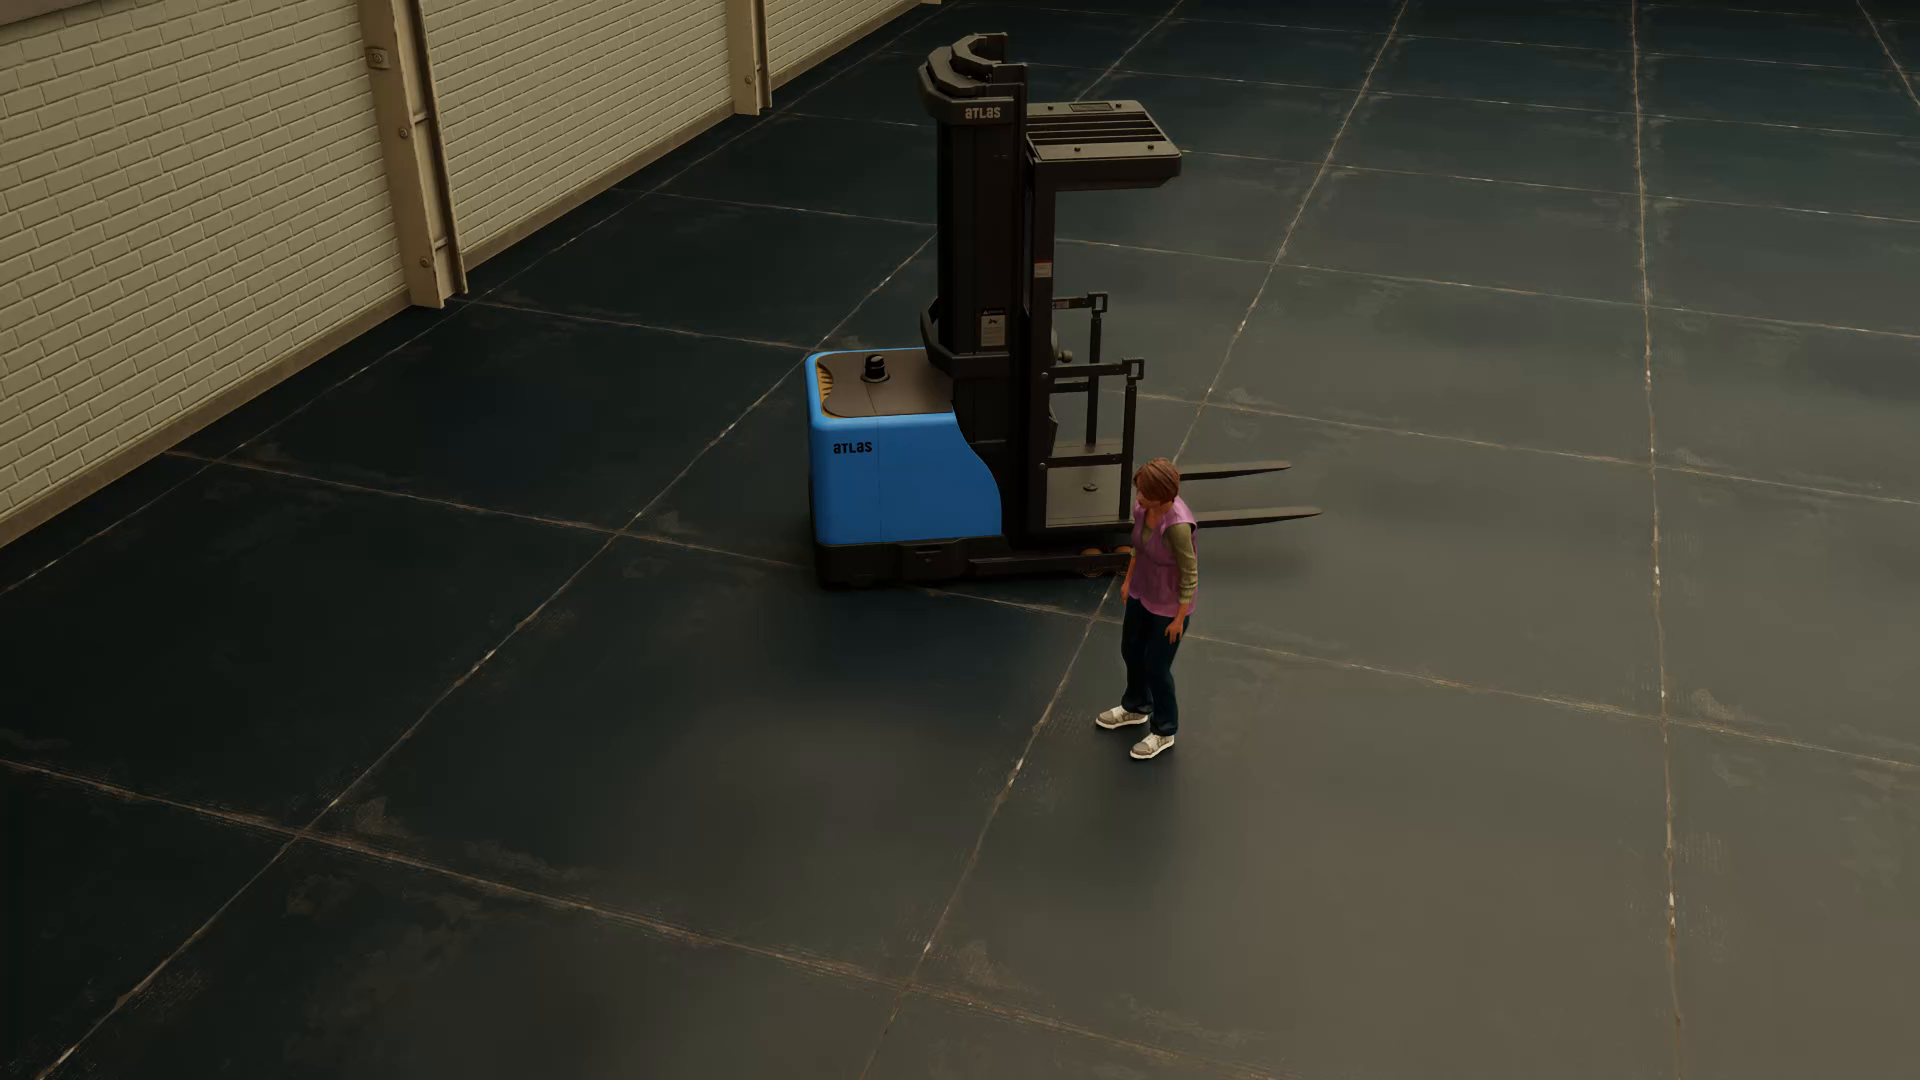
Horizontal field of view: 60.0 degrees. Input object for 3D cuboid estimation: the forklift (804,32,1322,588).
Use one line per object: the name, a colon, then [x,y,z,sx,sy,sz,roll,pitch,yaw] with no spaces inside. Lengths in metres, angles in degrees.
forklift: [0.622,-1.312,9.439,3.031,2.935,1.130,-4,30,-6]

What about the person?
person: [0.935,0.304,7.956,0.345,1.592,0.480,-15,33,-25]
